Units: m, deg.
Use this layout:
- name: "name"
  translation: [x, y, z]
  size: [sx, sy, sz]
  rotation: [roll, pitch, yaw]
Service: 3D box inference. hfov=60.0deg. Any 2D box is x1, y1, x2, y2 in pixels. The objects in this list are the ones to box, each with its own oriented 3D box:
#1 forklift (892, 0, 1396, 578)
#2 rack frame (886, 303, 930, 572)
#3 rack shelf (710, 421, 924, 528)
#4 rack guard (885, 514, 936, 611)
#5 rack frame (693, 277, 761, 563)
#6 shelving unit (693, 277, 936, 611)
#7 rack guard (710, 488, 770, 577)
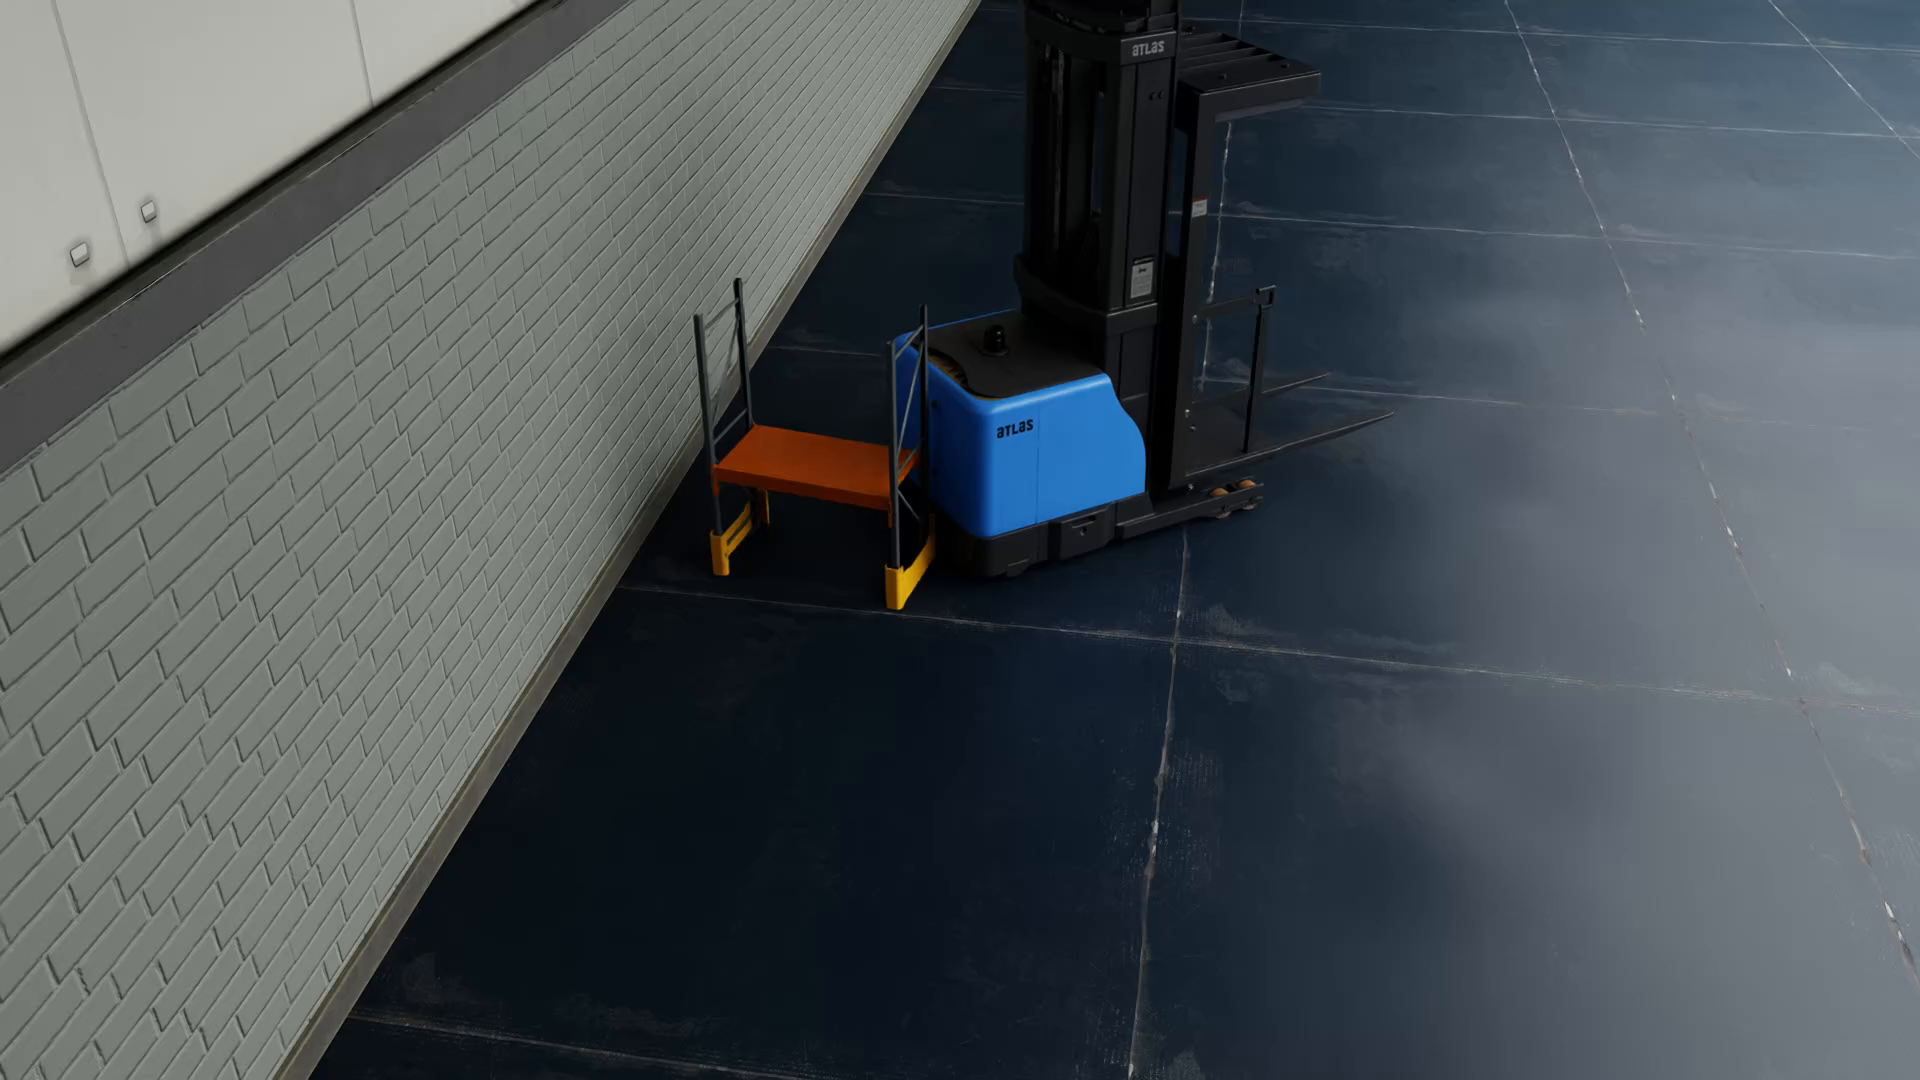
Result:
- name: "forklift"
  translation: [1.156, -1.594, 9.034]
  size: [3.031, 2.935, 1.130]
  rotation: [-16, 36, -24]
- name: "rack frame"
  translation: [-0.258, -0.419, 8.506]
  size: [0.032, 1.500, 0.500]
  rotation: [10, 33, 16]
- name: "rack shelf"
  translation: [-0.739, -0.354, 8.740]
  size: [1.000, 0.185, 0.538]
  rotation: [10, 33, 16]
- name: "rack guard"
  translation: [-0.259, 0.110, 8.838]
  size: [0.087, 0.250, 0.587]
  rotation: [10, 33, 16]
- name: "rack frame"
  translation: [-1.220, -0.593, 8.784]
  size: [0.032, 1.500, 0.500]
  rotation: [10, 33, 16]
- name: "shelving unit"
  translation: [-0.731, -0.505, 8.643]
  size: [1.083, 1.500, 0.587]
  rotation: [10, 33, 16]
- name: "rack guard"
  translation: [-1.202, -0.060, 9.110]
  size: [0.087, 0.250, 0.587]
  rotation: [10, 33, 16]
